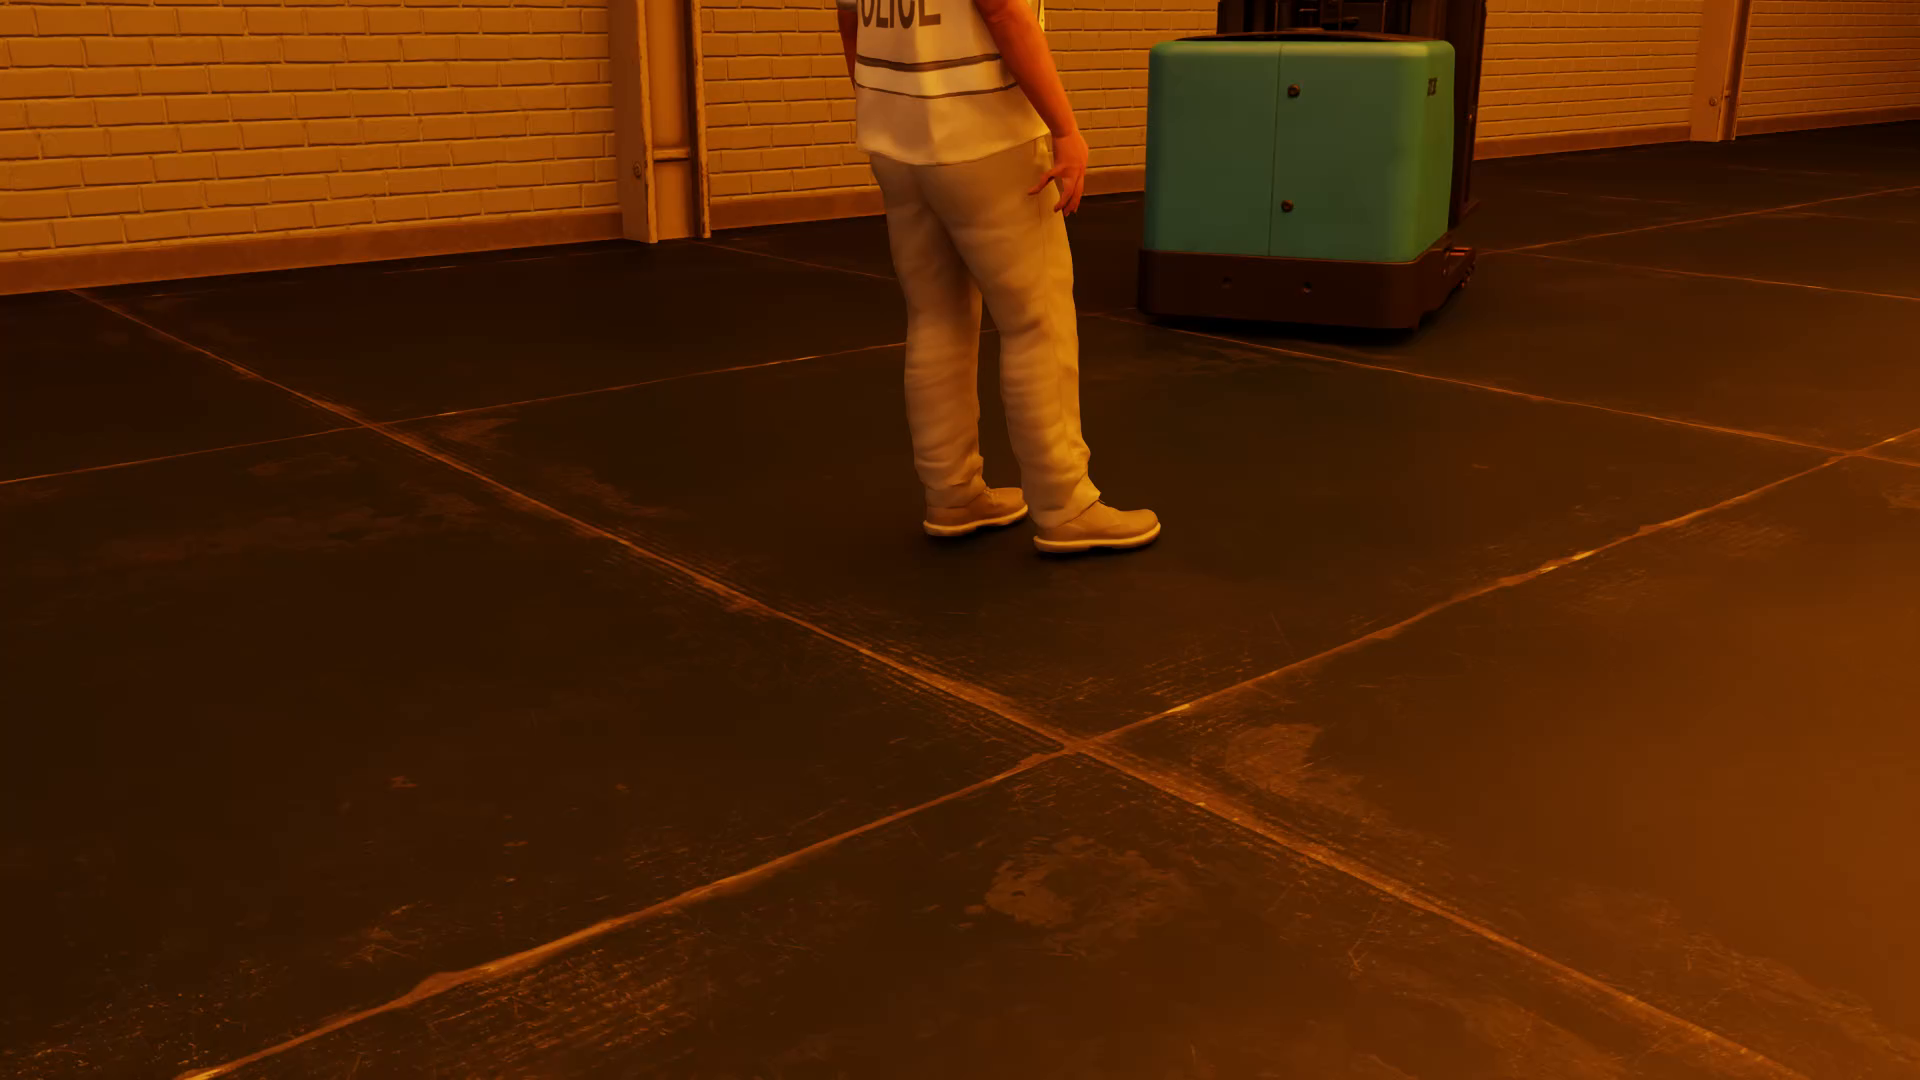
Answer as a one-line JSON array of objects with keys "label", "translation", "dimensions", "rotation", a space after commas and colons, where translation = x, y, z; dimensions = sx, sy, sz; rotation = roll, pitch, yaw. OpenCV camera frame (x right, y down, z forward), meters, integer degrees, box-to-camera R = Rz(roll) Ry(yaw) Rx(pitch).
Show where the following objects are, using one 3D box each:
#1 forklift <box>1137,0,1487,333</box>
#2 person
[{"label": "forklift", "translation": [1.726, -2.566, 7.140], "dimensions": [1.130, 2.935, 3.031], "rotation": [7, 19, 22]}, {"label": "person", "translation": [0.067, -0.869, 3.620], "dimensions": [0.575, 1.781, 0.640], "rotation": [-14, 22, -38]}]
